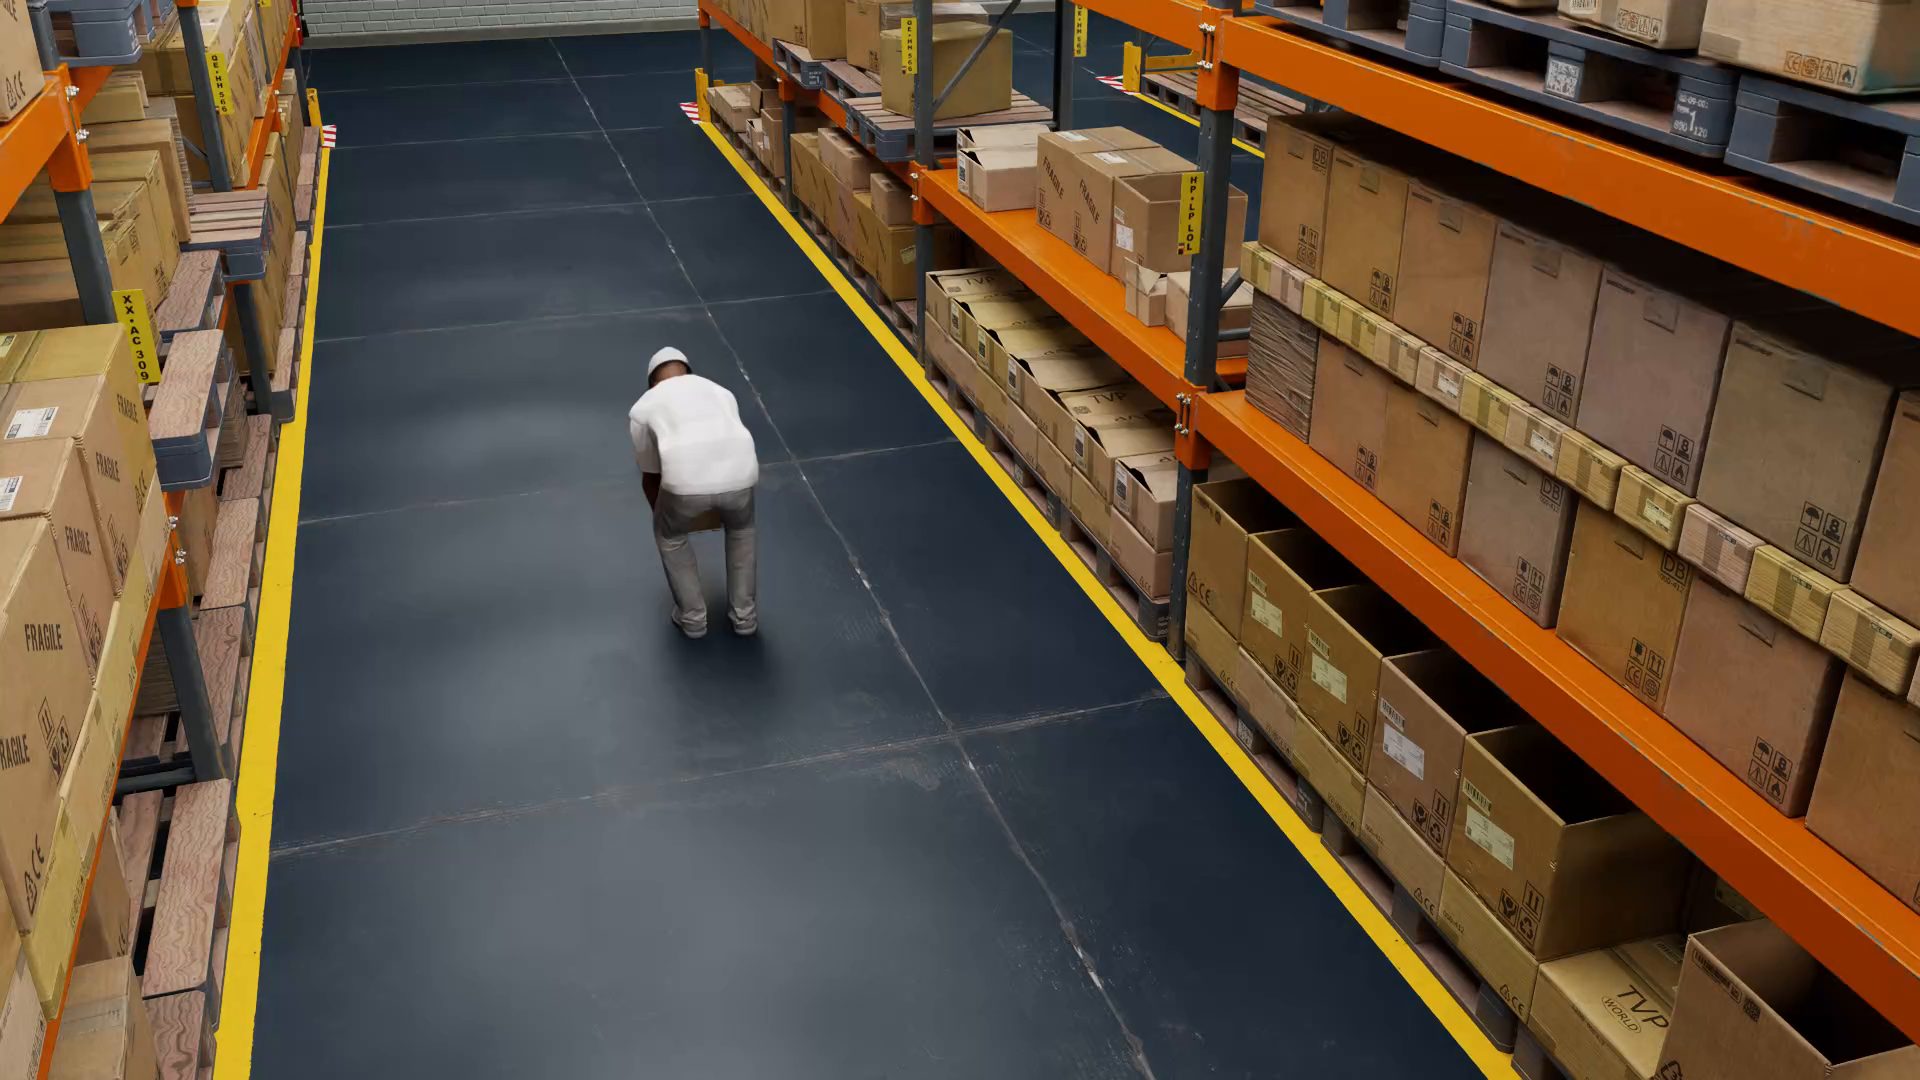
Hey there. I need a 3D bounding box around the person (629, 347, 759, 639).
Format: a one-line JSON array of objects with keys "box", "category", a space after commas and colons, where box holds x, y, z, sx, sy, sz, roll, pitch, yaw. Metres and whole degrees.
[{"box": [-1.223, -0.207, 7.660, 0.507, 1.187, 0.953, -9, 28, -18], "category": "person"}]
